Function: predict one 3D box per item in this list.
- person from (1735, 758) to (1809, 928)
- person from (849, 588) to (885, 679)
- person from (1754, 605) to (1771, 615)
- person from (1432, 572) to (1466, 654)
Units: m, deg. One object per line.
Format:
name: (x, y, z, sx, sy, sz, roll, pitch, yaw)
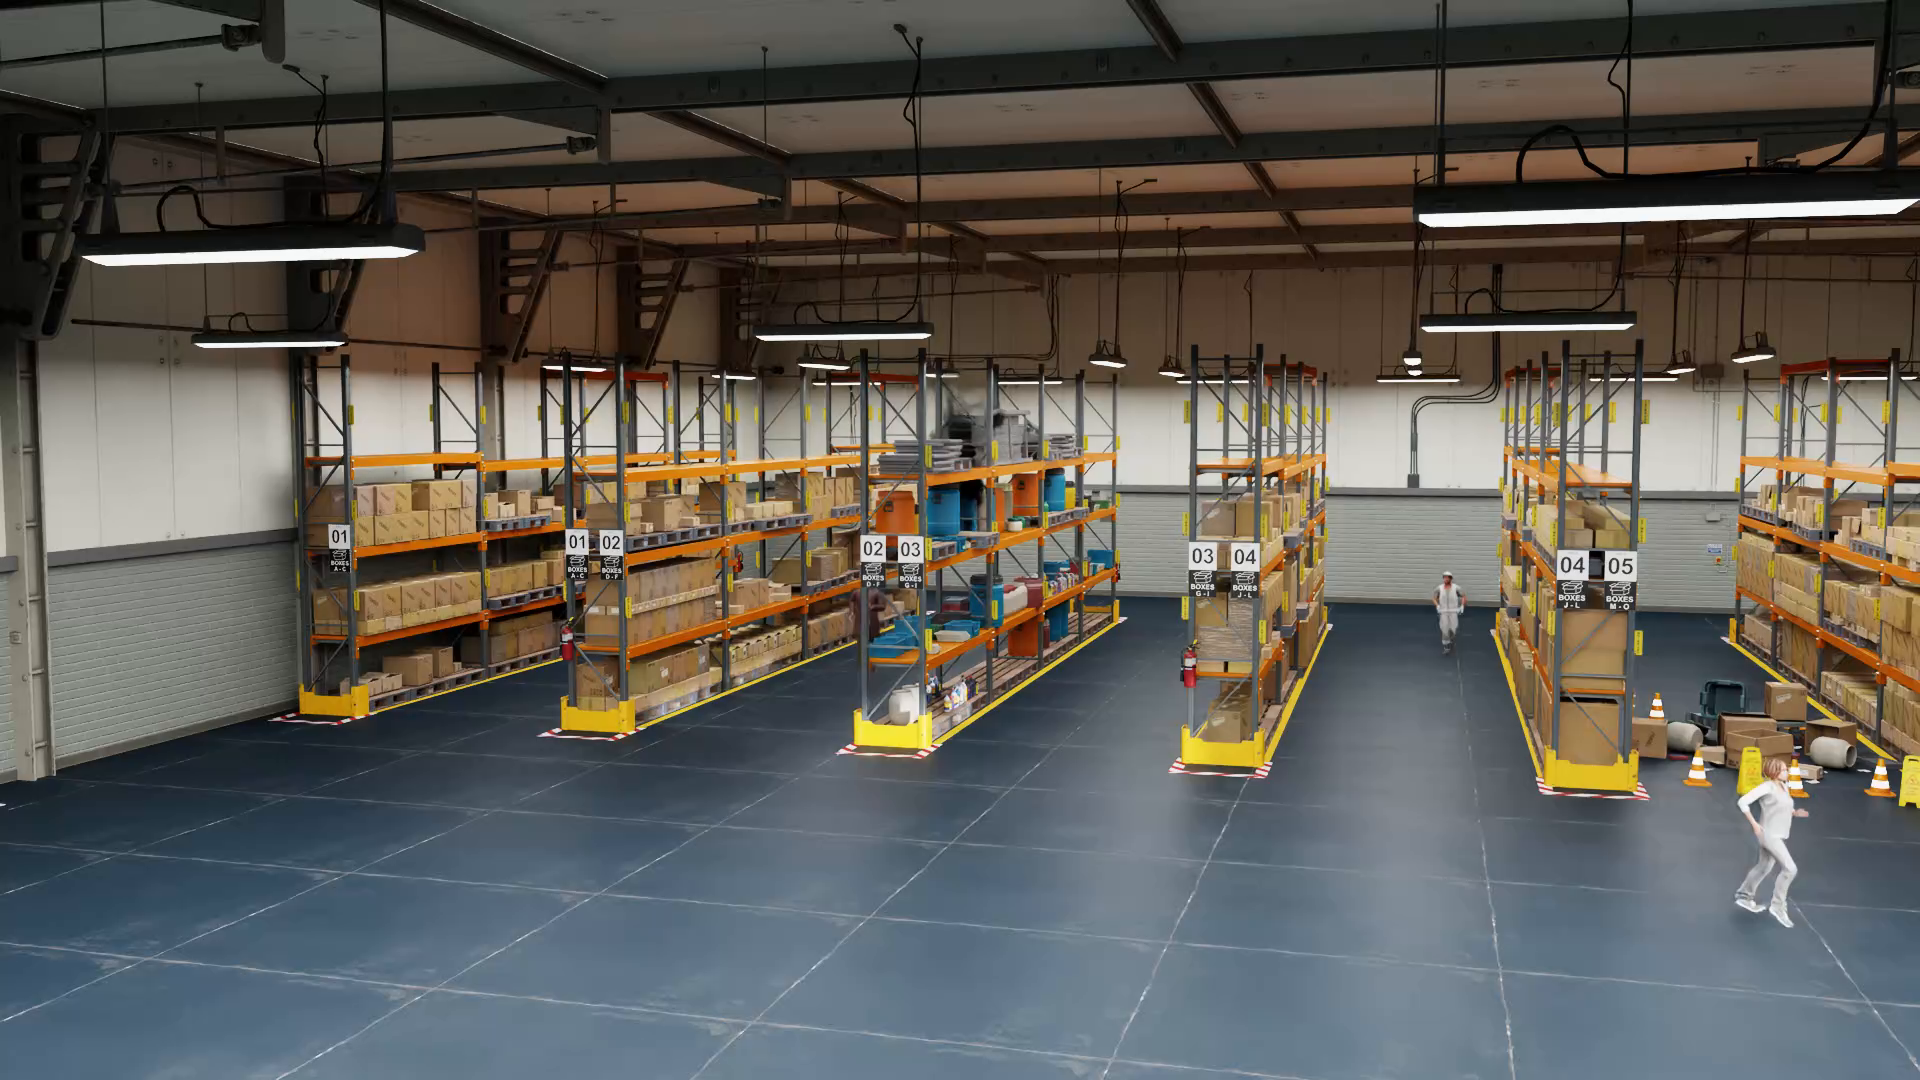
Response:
person: (8.029, 2.968, 16.443, 0.668, 1.637, 0.519, 4, 6, 44)
person: (-1.686, 1.541, 30.100, 0.687, 1.820, 0.925, 0, 4, 3)
person: (18.361, 1.378, 37.753, 0.869, 1.639, 0.524, -4, 6, -41)
person: (10.185, 1.532, 34.675, 0.669, 1.742, 0.519, 2, 5, 20)
